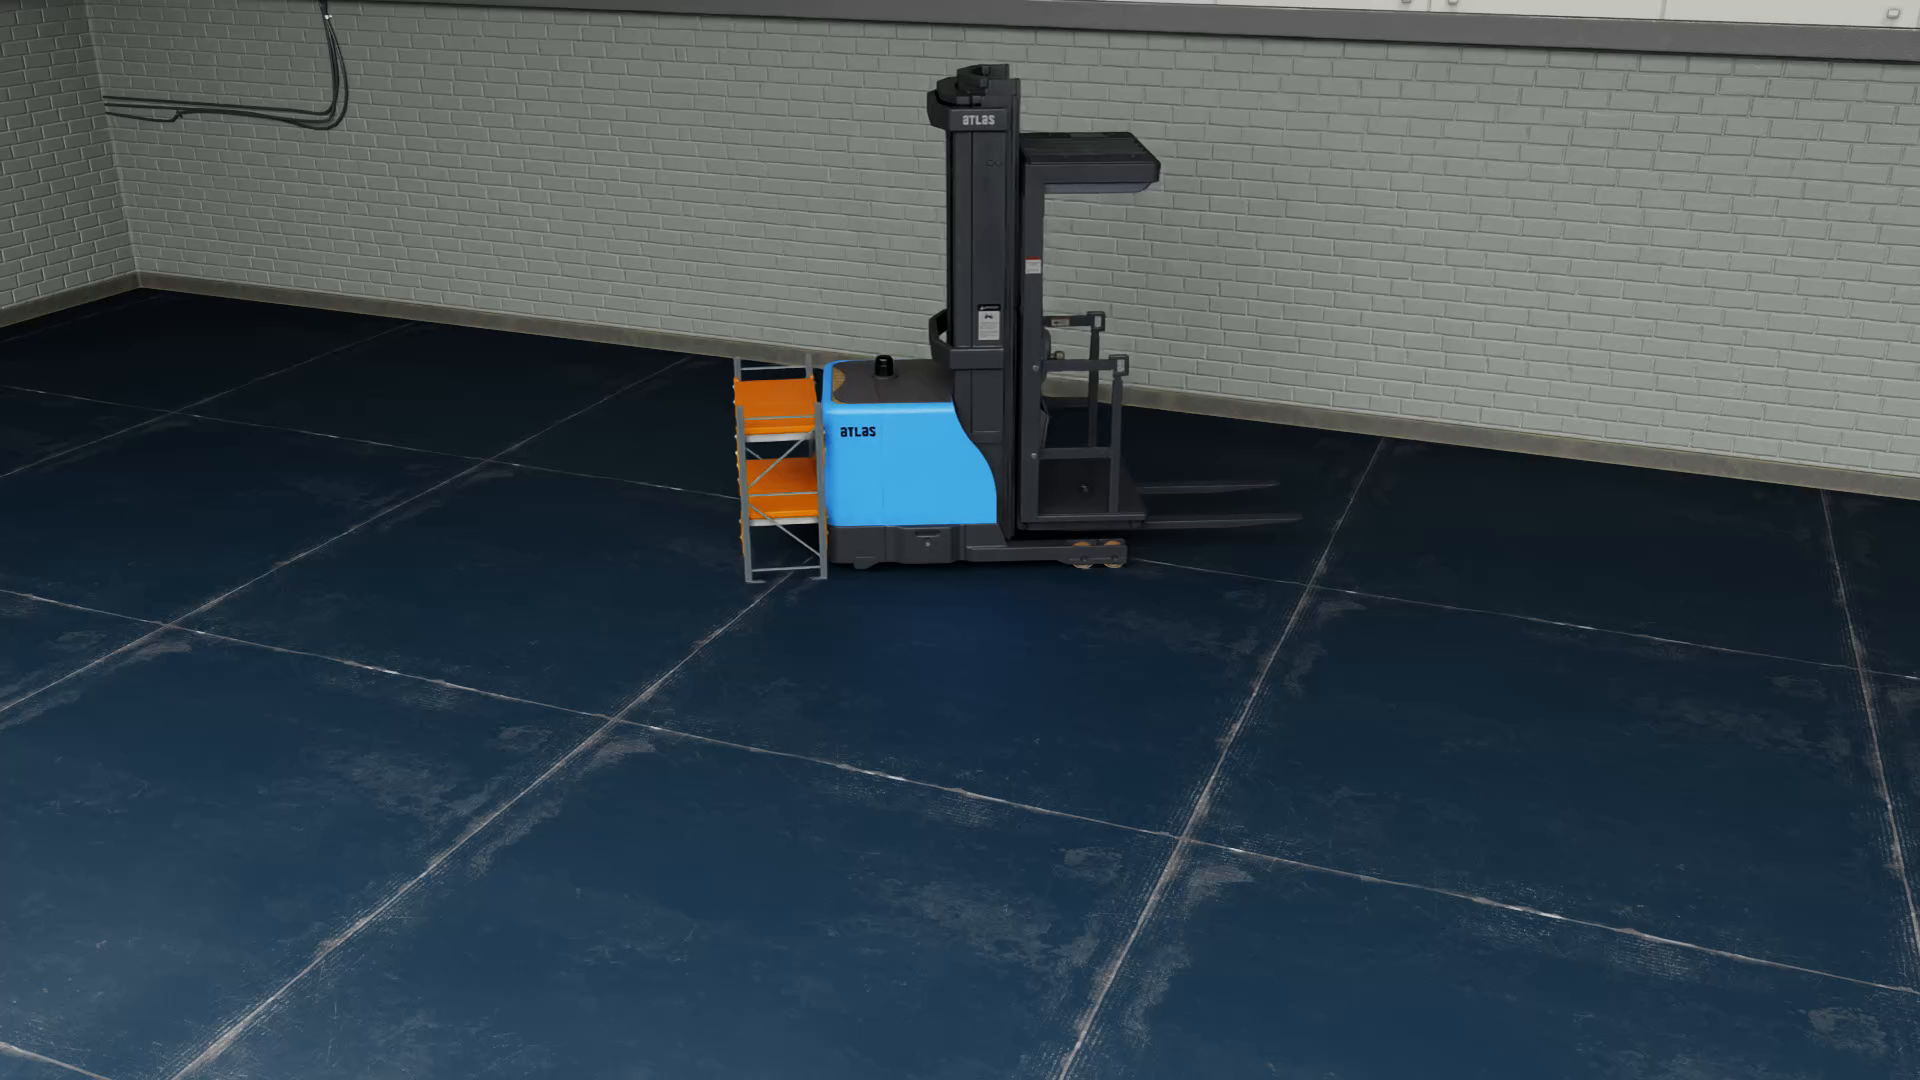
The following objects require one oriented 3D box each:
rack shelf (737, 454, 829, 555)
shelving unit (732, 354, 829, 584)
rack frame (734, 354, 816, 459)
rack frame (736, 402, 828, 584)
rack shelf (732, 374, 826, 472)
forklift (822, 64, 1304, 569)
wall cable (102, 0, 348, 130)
[{"bbox_3d":[-1.129,-0.241,10.503,0.538,0.278,1.000,-3,23,-7],"label":"rack shelf"},{"bbox_3d":[-1.129,-0.467,10.409,0.538,1.125,1.048,-3,23,-7],"label":"shelving unit"},{"bbox_3d":[-1.199,-0.661,10.874,0.500,1.125,0.032,-3,23,-7],"label":"rack frame"},{"bbox_3d":[-1.060,-0.273,9.944,0.500,1.125,0.032,-3,23,-7],"label":"rack frame"},{"bbox_3d":[-1.129,-0.737,10.296,0.538,0.278,1.000,-3,23,-7],"label":"rack shelf"},{"bbox_3d":[0.645,-1.376,10.241,3.031,2.935,1.130,-1,23,-3],"label":"forklift"},{"bbox_3d":[-6.995,-5.071,15.244,3.097,2.526,0.112,9,24,20],"label":"wall cable"}]
